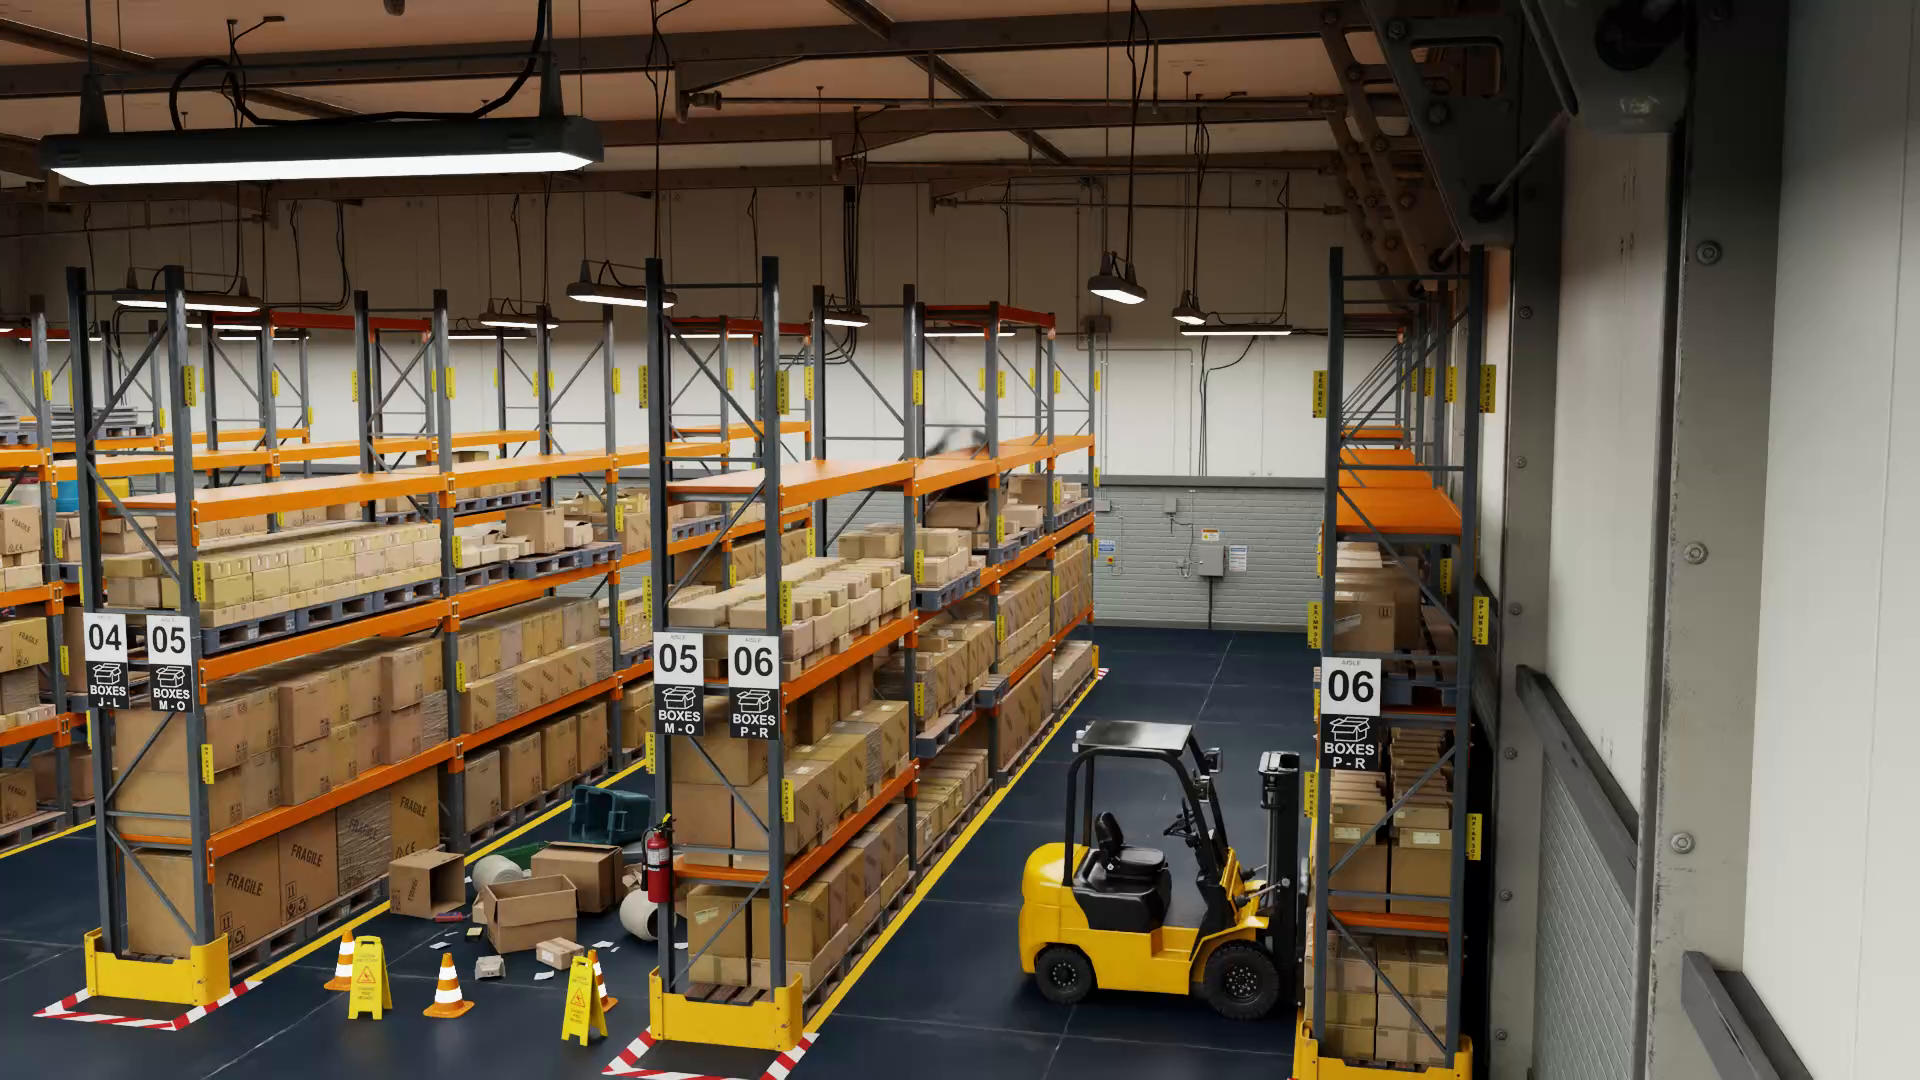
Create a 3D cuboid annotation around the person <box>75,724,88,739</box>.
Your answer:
[{"bbox_3d":[-11.638,2.153,22.274,0.522,1.554,0.598,0,6,1],"label":"person"}]
